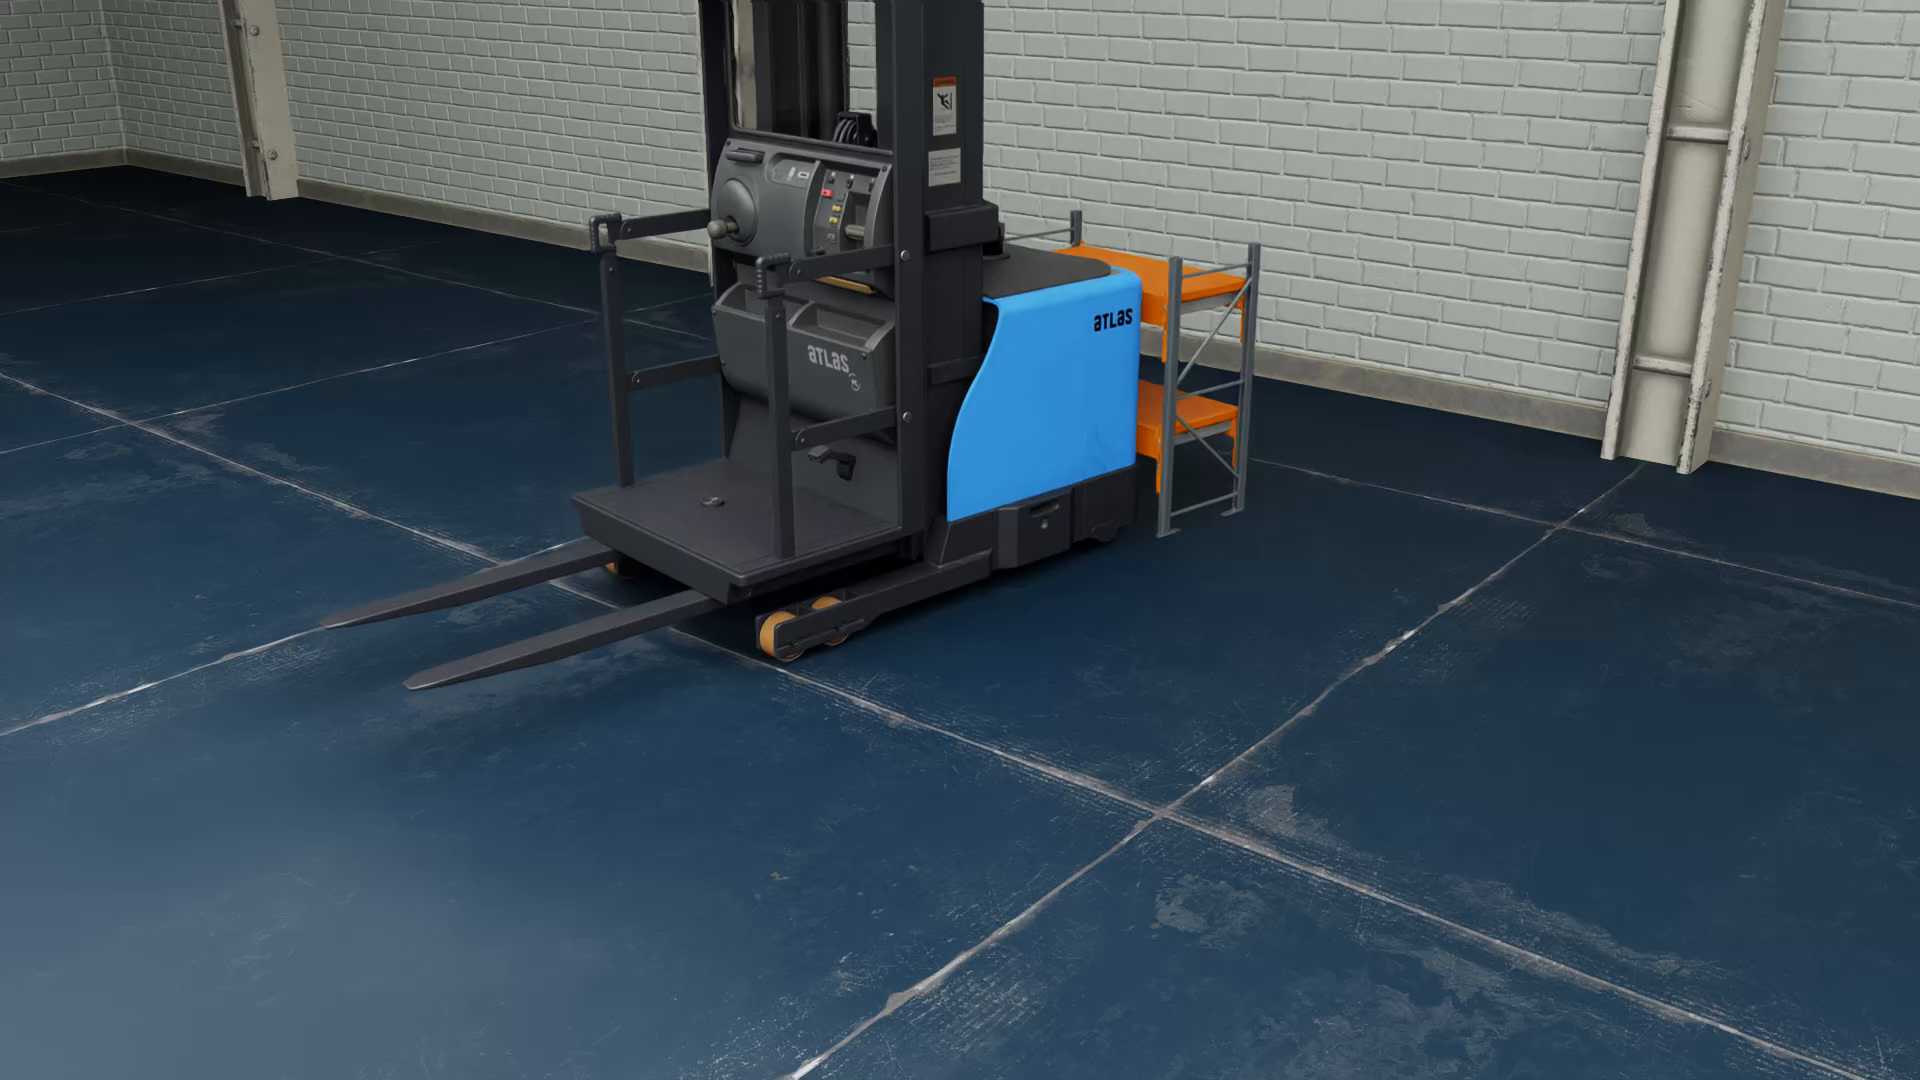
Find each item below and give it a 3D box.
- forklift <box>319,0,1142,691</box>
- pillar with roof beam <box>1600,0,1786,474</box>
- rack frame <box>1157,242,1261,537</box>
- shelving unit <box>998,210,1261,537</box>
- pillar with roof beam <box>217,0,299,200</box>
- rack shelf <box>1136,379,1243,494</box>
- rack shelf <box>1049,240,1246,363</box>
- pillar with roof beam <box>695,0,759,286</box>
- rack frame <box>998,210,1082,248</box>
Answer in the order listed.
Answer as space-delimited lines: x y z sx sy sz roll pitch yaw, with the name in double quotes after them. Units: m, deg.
-0.715 -1.170 5.617 3.031 2.935 1.130 -18 27 -39 "forklift"
0.484 -3.413 2.964 0.400 9.000 9.100 16 26 36 "pillar with roof beam"
0.997 -0.599 6.661 0.500 1.125 0.032 -17 26 -37 "rack frame"
0.668 -0.735 7.024 0.538 1.125 1.048 -17 26 -37 "shelving unit"
-8.813 -6.090 10.064 0.400 9.000 9.100 16 26 36 "pillar with roof beam"
0.668 -0.507 7.110 0.538 0.278 1.000 -17 26 -37 "rack shelf"
0.668 -1.009 6.921 0.538 0.278 1.000 -17 26 -37 "rack shelf"
-4.164 -4.751 6.514 0.400 9.000 9.100 16 26 36 "pillar with roof beam"
0.339 -0.872 7.386 0.500 1.125 0.032 -17 26 -37 "rack frame"
